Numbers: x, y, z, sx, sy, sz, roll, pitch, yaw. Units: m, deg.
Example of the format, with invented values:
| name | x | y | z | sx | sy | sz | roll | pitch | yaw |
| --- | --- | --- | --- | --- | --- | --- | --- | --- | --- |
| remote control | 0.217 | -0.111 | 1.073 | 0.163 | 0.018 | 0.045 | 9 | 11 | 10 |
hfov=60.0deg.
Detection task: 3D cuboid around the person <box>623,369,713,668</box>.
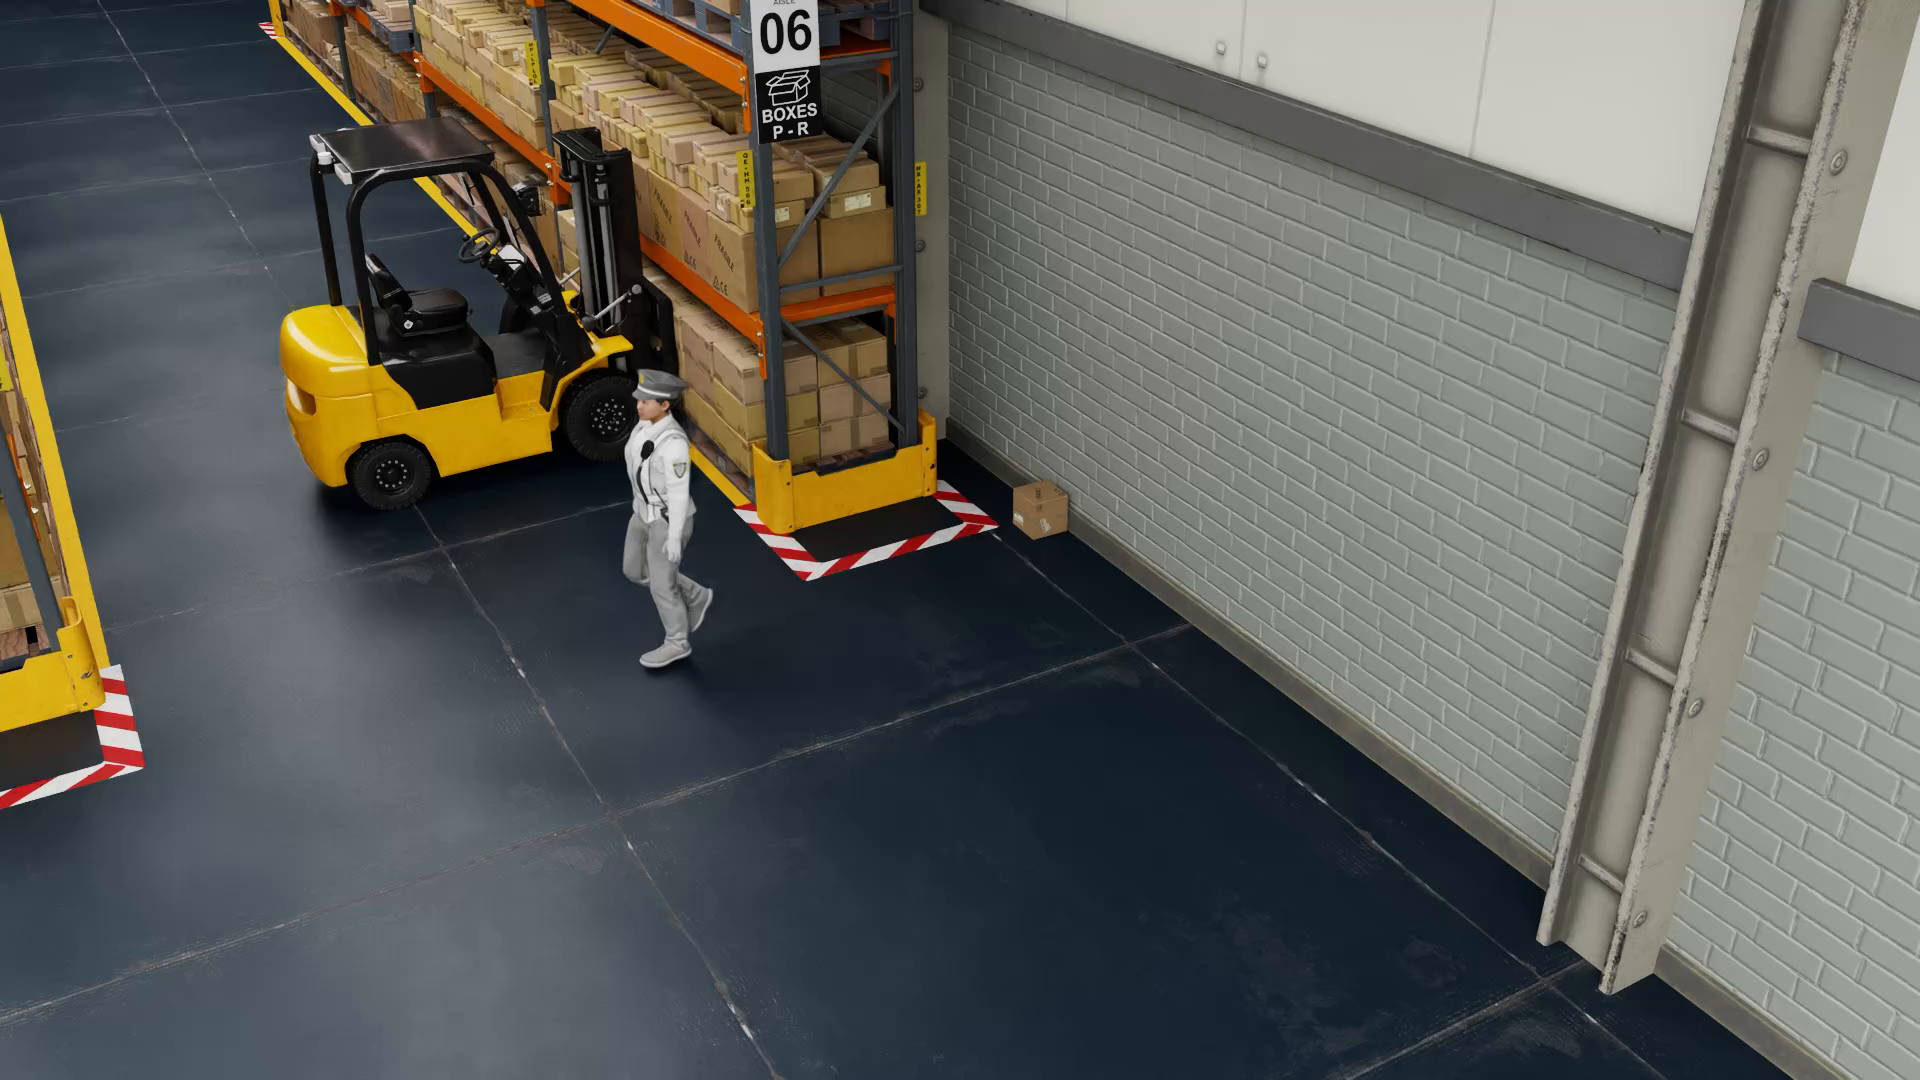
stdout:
| name | x | y | z | sx | sy | sz | roll | pitch | yaw |
| --- | --- | --- | --- | --- | --- | --- | --- | --- | --- |
| person | -1.525 | -0.124 | 8.690 | 0.482 | 1.682 | 0.498 | -15 | 33 | -25 |
